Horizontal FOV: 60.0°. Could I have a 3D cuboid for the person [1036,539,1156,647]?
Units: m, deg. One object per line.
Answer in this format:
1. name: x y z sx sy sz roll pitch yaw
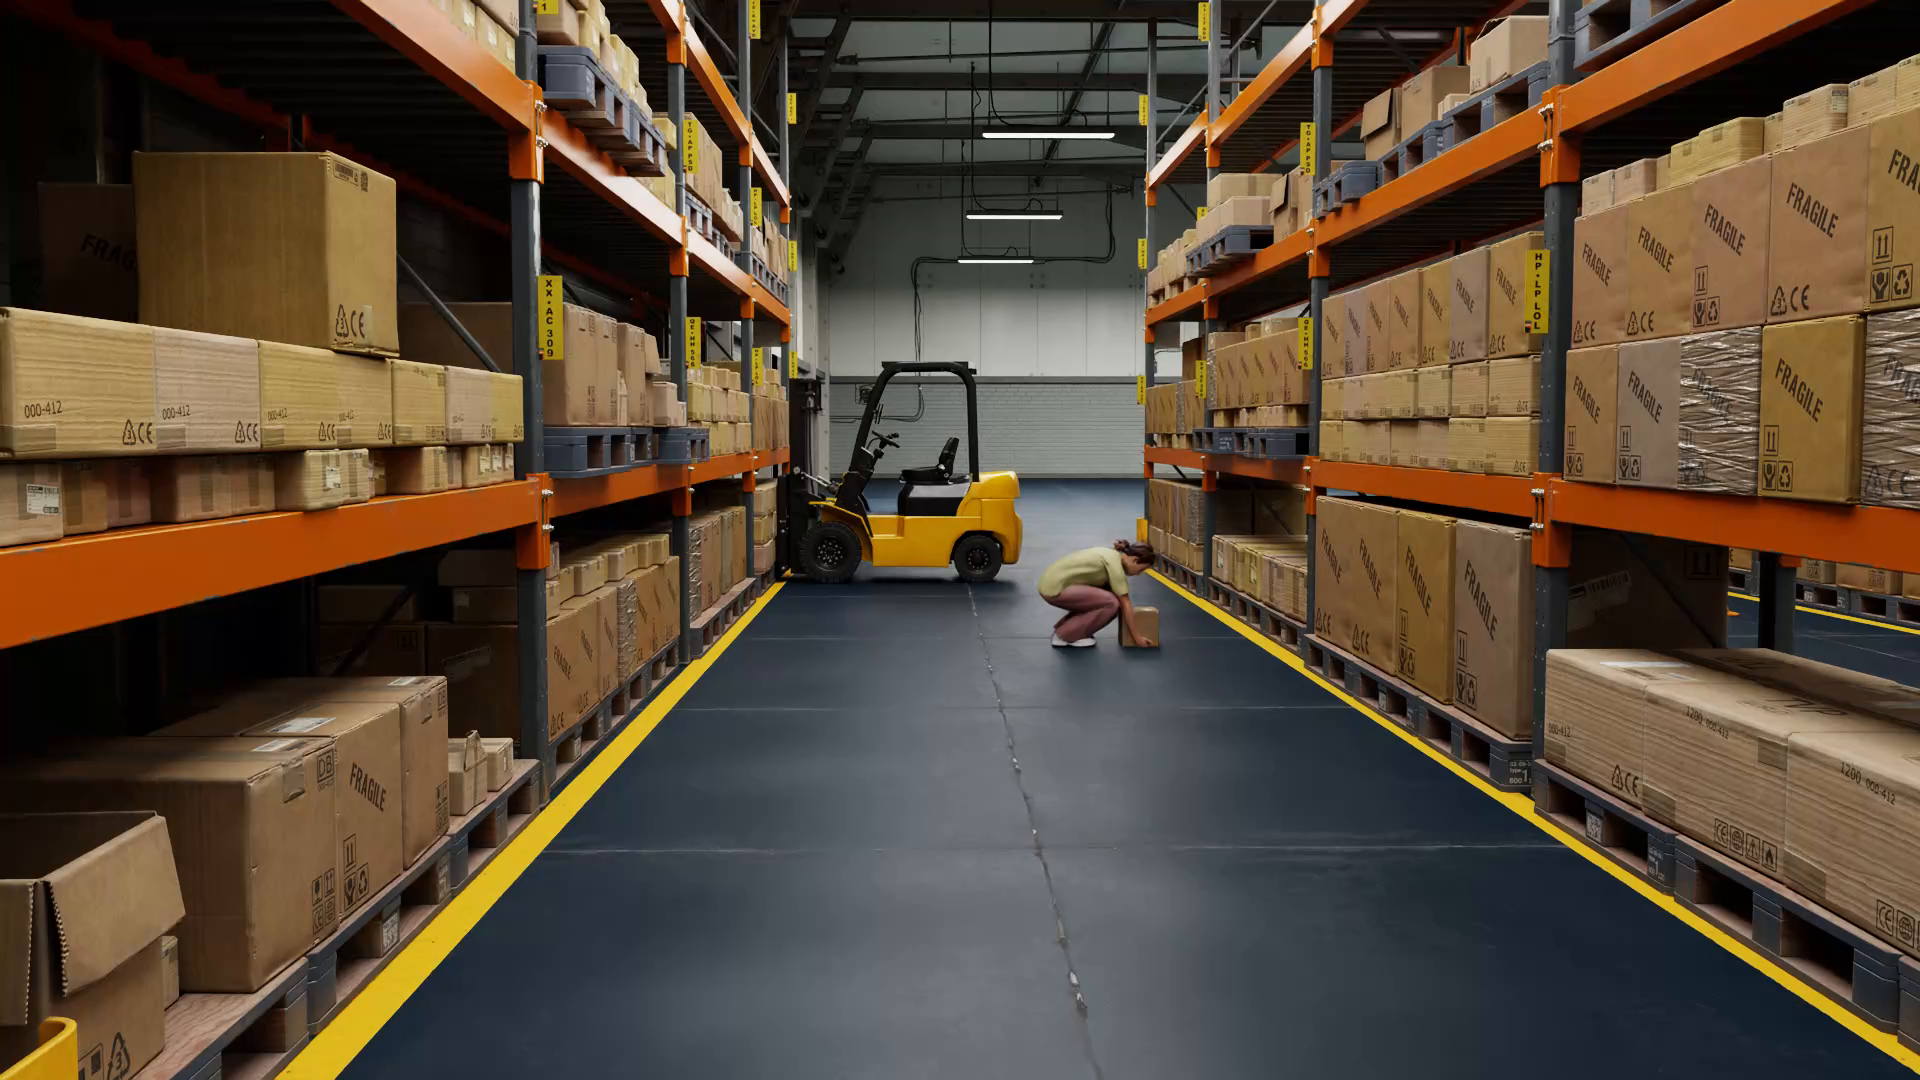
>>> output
1. person: 0.949 0.395 11.582 0.836 0.816 0.471 0 4 -2
